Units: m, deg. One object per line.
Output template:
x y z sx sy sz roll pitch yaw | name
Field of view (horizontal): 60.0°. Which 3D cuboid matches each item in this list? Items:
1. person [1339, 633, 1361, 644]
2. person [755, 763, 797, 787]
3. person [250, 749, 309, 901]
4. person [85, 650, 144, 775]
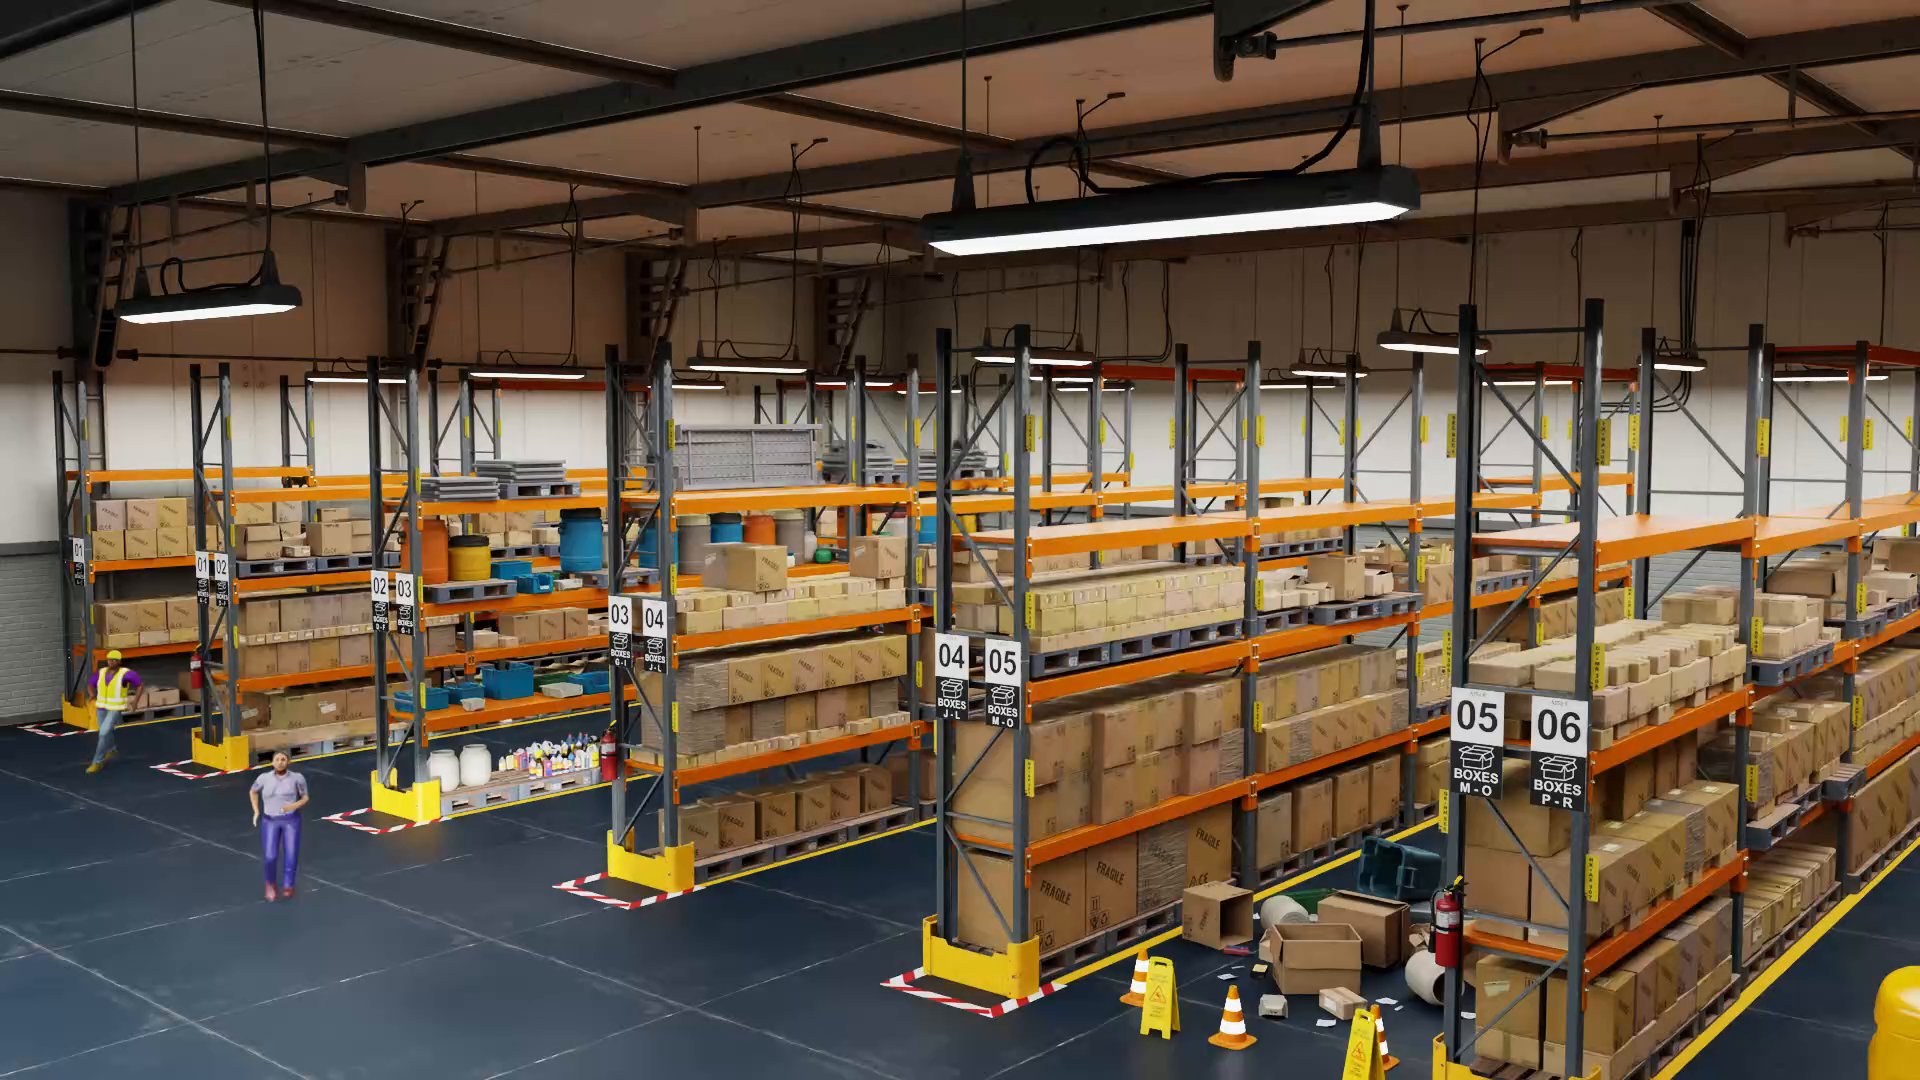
7.381 1.979 32.256 0.706 1.752 0.812 -3 5 -36 | person
-2.494 2.705 22.419 0.543 1.758 0.762 3 5 34 | person
-7.283 3.061 17.822 0.587 1.626 0.645 -2 4 -23 | person
-12.573 2.509 24.608 0.758 1.766 0.915 0 4 5 | person
